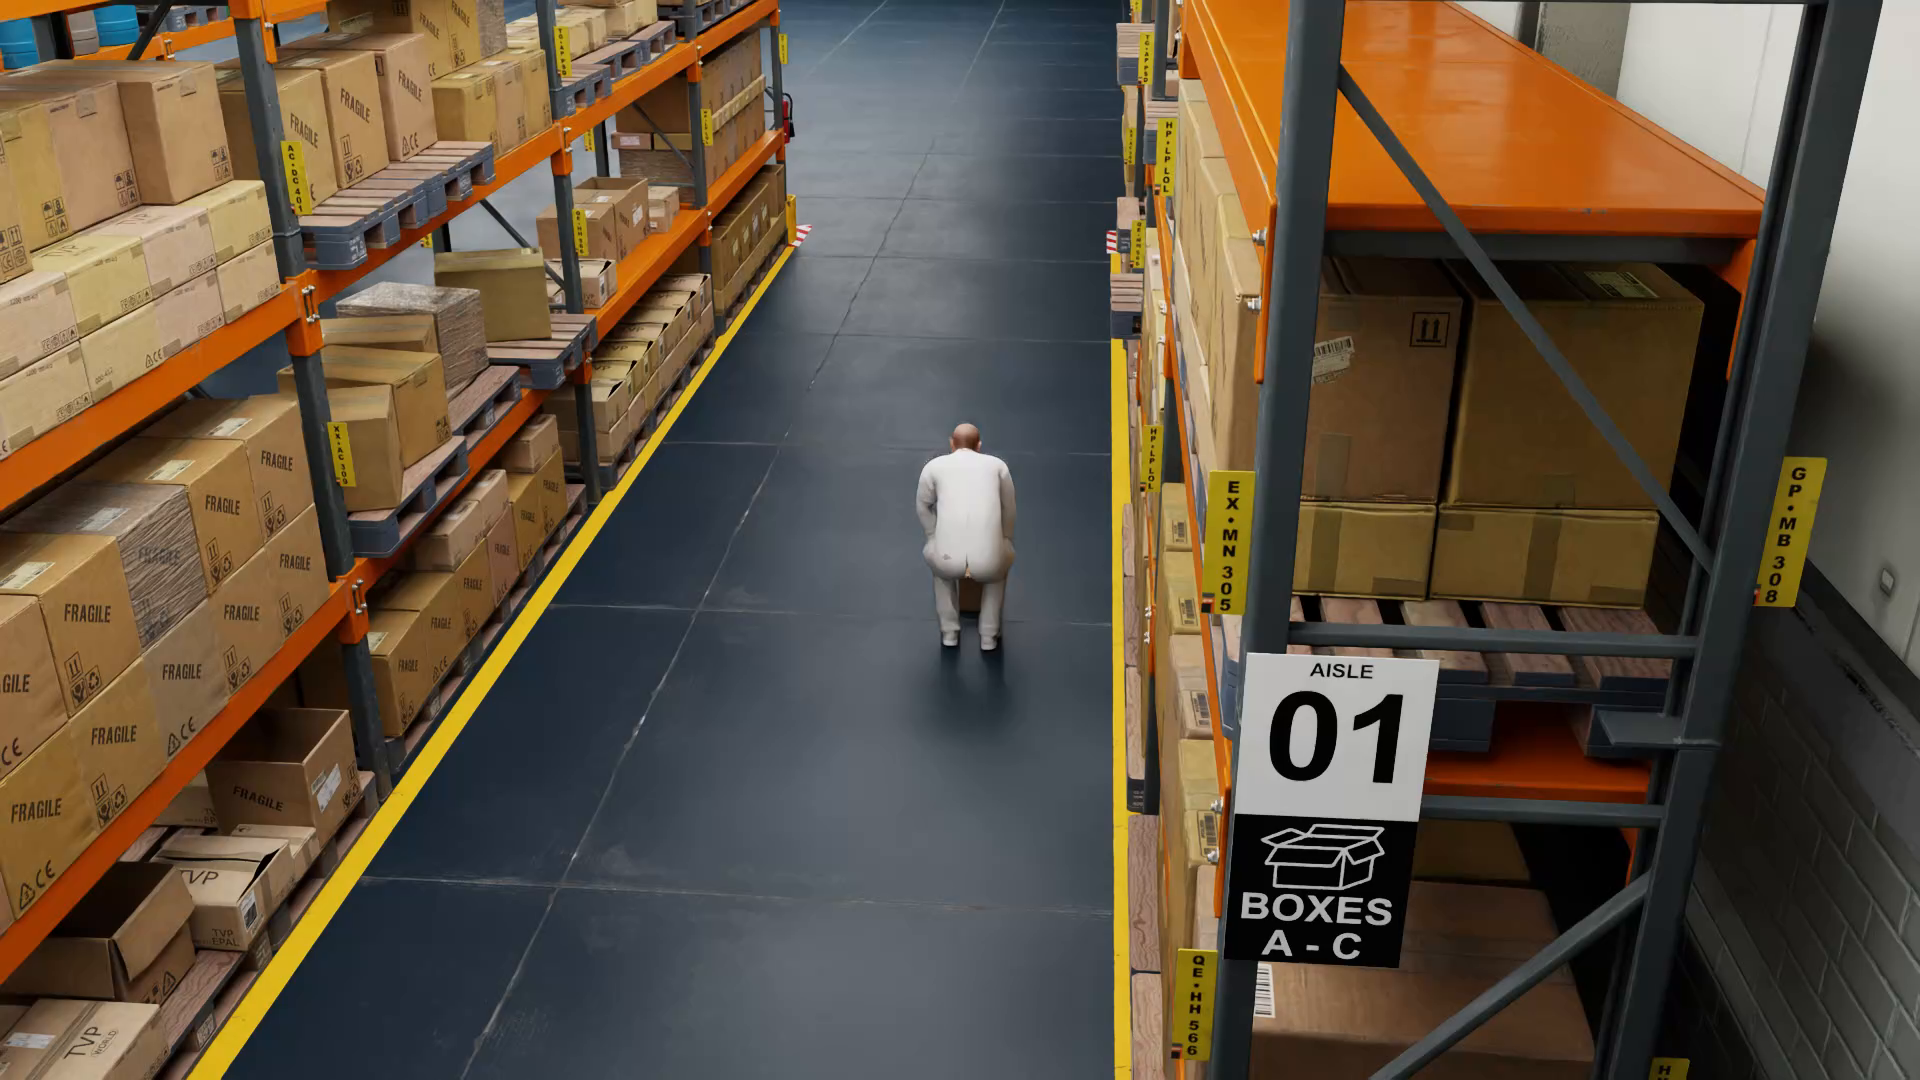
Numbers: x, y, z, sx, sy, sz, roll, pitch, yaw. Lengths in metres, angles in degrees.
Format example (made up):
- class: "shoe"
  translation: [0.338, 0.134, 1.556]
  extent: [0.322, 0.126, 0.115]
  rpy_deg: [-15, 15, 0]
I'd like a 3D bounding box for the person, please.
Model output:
- class: "person"
  translation: [0.032, 0.001, 10.214]
  extent: [0.631, 1.294, 0.780]
  rpy_deg: [2, 24, 4]
